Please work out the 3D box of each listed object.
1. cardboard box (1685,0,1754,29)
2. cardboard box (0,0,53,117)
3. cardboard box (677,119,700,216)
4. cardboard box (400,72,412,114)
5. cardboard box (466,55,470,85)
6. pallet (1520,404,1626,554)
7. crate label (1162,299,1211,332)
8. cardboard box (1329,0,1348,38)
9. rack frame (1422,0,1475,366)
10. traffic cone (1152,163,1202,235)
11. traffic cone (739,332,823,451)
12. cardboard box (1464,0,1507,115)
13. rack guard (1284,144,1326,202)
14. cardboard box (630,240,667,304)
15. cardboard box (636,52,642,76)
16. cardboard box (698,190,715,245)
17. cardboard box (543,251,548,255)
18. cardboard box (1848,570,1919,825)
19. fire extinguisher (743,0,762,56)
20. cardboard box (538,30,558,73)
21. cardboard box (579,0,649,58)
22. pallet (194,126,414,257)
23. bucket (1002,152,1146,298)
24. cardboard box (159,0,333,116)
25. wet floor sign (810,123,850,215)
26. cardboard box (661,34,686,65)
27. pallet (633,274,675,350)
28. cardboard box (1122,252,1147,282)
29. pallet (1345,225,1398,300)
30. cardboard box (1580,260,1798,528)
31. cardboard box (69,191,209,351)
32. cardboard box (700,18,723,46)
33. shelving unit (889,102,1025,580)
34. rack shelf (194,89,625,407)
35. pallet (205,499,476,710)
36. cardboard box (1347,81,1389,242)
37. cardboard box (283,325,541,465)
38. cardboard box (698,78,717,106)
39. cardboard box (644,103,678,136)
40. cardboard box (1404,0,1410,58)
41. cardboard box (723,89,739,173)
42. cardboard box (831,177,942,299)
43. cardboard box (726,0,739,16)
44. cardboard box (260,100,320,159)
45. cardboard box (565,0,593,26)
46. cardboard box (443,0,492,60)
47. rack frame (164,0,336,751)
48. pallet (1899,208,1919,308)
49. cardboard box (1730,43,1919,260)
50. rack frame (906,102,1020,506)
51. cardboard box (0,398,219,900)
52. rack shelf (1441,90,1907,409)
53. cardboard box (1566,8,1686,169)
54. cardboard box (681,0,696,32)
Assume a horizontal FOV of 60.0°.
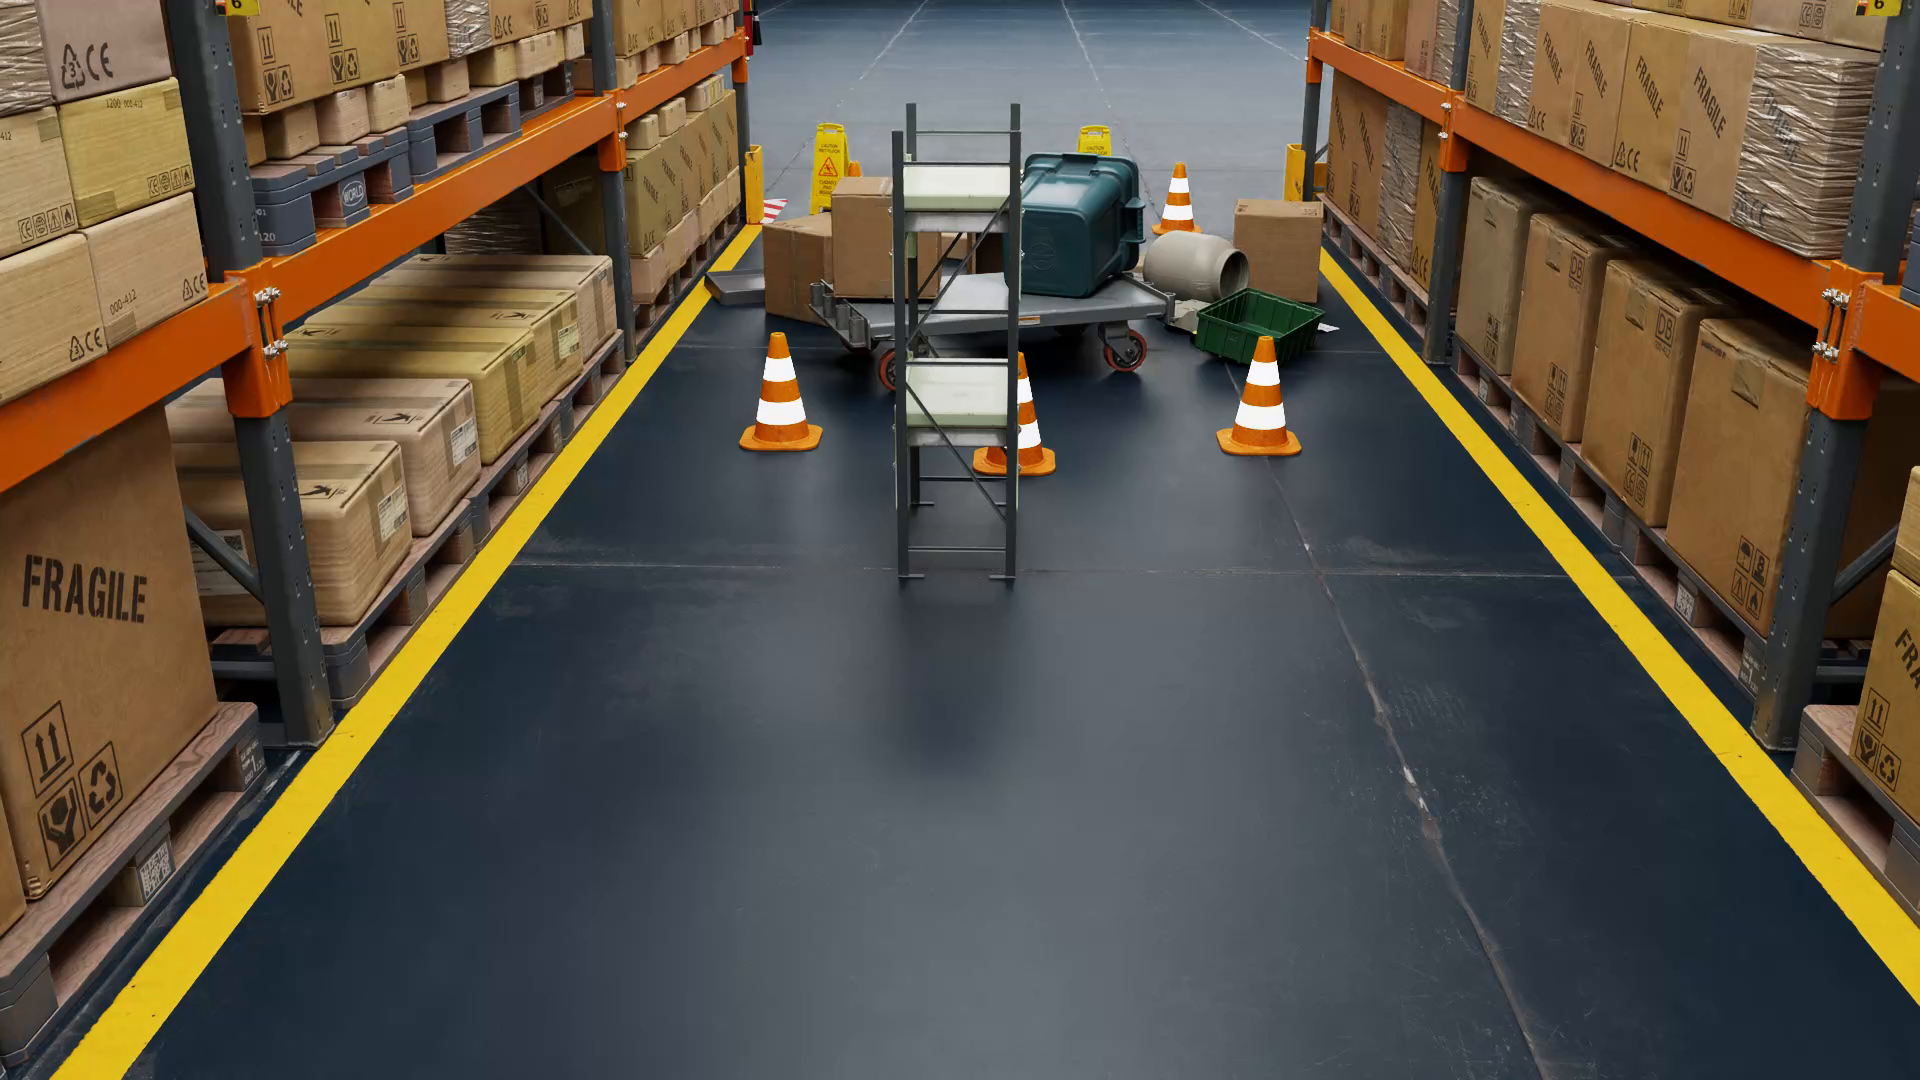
[{"bbox_3d":[2.751,-1.876,5.198,0.700,0.500,0.500,0,21,1],"label":"cardboard box"},{"bbox_3d":[-2.012,-0.988,2.909,0.500,0.500,0.500,1,21,3],"label":"cardboard box"},{"bbox_3d":[-1.819,-2.152,9.613,0.500,0.500,0.500,2,21,4],"label":"cardboard box"},{"bbox_3d":[-2.000,-1.433,5.341,0.380,0.149,0.250,2,21,5],"label":"cardboard box"},{"bbox_3d":[-2.025,-1.724,6.092,0.380,0.149,0.250,0,21,0],"label":"cardboard box"},{"bbox_3d":[2.839,-0.257,6.400,1.003,0.211,1.213,1,21,2],"label":"pallet"},{"bbox_3d":[1.240,-1.204,8.943,0.298,0.136,0.250,-16,26,-35],"label":"crate label"},{"bbox_3d":[2.977,-3.661,11.110,0.875,0.550,0.550,1,21,2],"label":"cardboard box"},{"bbox_3d":[2.822,-2.279,7.756,1.000,3.000,0.127,1,21,2],"label":"rack frame"},{"bbox_3d":[1.508,-2.366,11.488,0.336,0.463,0.334,1,21,2],"label":"traffic cone"},{"bbox_3d":[-0.768,-0.651,7.066,0.336,0.463,0.334,1,21,2],"label":"traffic cone"},{"bbox_3d":[2.537,-2.139,7.256,0.500,0.500,0.500,1,21,2],"label":"cardboard box"},{"bbox_3d":[2.944,-2.569,11.958,1.175,0.500,0.348,1,21,2],"label":"rack guard"},{"bbox_3d":[-1.841,-1.421,8.766,0.500,0.250,0.500,0,21,-1],"label":"cardboard box"},{"bbox_3d":[-1.866,-2.479,8.618,0.380,0.149,0.250,1,21,1],"label":"cardboard box"},{"bbox_3d":[-1.797,-1.986,10.220,0.500,0.250,0.500,0,21,0],"label":"cardboard box"},{"bbox_3d":[-2.380,-1.428,8.783,0.500,0.250,0.500,2,21,4],"label":"cardboard box"},{"bbox_3d":[2.424,0.390,3.753,0.500,0.500,0.500,0,21,-1],"label":"cardboard box"},{"bbox_3d":[-1.543,-3.744,11.638,0.296,0.674,0.183,1,21,2],"label":"fire extinguisher"},{"bbox_3d":[-1.867,-1.998,6.798,0.380,0.149,0.250,0,21,1],"label":"cardboard box"},{"bbox_3d":[-1.837,-2.638,8.133,0.500,0.500,0.500,1,21,1],"label":"cardboard box"},{"bbox_3d":[-2.336,-1.020,4.777,1.213,0.211,1.003,1,21,2],"label":"pallet"},{"bbox_3d":[0.521,-1.536,8.266,0.726,0.611,0.620,8,33,20],"label":"bucket"},{"bbox_3d":[-2.006,-1.392,4.340,0.500,0.500,0.500,0,21,0],"label":"cardboard box"},{"bbox_3d":[-0.932,-2.703,12.103,0.267,0.644,0.232,8,23,20],"label":"wet floor sign"},{"bbox_3d":[-1.751,-2.753,9.324,0.380,0.149,0.250,1,21,2],"label":"cardboard box"},{"bbox_3d":[-2.144,-1.240,8.934,1.003,0.211,1.213,1,21,2],"label":"pallet"},{"bbox_3d":[1.033,-1.646,9.905,0.396,0.266,0.258,4,22,11],"label":"cardboard box"},{"bbox_3d":[2.957,-1.696,10.107,1.003,0.211,1.213,1,21,2],"label":"pallet"},{"bbox_3d":[2.832,-0.515,5.740,1.050,0.750,0.750,1,21,2],"label":"cardboard box"},{"bbox_3d":[-2.007,-0.595,3.624,0.500,0.250,0.500,0,21,0],"label":"cardboard box"},{"bbox_3d":[-1.709,-3.210,10.503,0.380,0.149,0.250,1,21,3],"label":"cardboard box"},{"bbox_3d":[0.000,-0.702,5.764,0.431,1.500,0.755,1,21,2],"label":"shelving unit"},{"bbox_3d":[-2.190,-1.239,6.069,1.077,0.370,4.000,1,21,2],"label":"rack shelf"},{"bbox_3d":[-2.226,0.167,5.308,1.003,0.211,1.213,1,21,2],"label":"pallet"},{"bbox_3d":[2.964,-2.367,10.338,0.875,0.875,0.875,0,21,1],"label":"cardboard box"},{"bbox_3d":[-2.181,-0.567,6.395,0.950,0.372,0.625,1,21,3],"label":"cardboard box"},{"bbox_3d":[-1.726,-2.792,10.366,0.380,0.149,0.250,1,21,3],"label":"cardboard box"},{"bbox_3d":[-1.764,-2.304,9.107,0.380,0.149,0.250,1,21,4],"label":"cardboard box"},{"bbox_3d":[2.949,-2.876,9.086,0.875,0.550,0.550,1,21,2],"label":"cardboard box"},{"bbox_3d":[-1.771,-2.714,11.062,0.500,0.500,0.500,1,21,2],"label":"cardboard box"},{"bbox_3d":[-0.349,-1.476,8.095,0.500,0.500,0.500,1,21,2],"label":"cardboard box"},{"bbox_3d":[-1.749,-3.729,10.945,0.500,0.500,0.500,0,21,1],"label":"cardboard box"},{"bbox_3d":[-2.013,-1.147,4.605,0.380,0.149,0.250,-1,21,-2],"label":"cardboard box"},{"bbox_3d":[-1.914,-2.509,7.218,0.500,0.500,0.500,0,21,1],"label":"cardboard box"},{"bbox_3d":[-1.965,-1.953,5.787,0.500,0.500,0.500,0,21,0],"label":"cardboard box"},{"bbox_3d":[-2.251,-0.851,4.075,1.000,3.000,0.127,1,21,2],"label":"rack frame"},{"bbox_3d":[2.785,-0.485,3.397,1.213,0.211,1.003,1,21,2],"label":"pallet"},{"bbox_3d":[2.445,-1.045,4.438,0.500,0.500,0.500,1,21,2],"label":"cardboard box"},{"bbox_3d":[0.011,-0.834,6.105,0.400,1.500,0.023,1,21,2],"label":"rack frame"},{"bbox_3d":[-2.355,0.193,3.742,0.875,0.875,0.875,0,21,1],"label":"cardboard box"},{"bbox_3d":[2.761,-1.221,6.023,1.077,0.370,4.000,1,21,2],"label":"rack shelf"},{"bbox_3d":[2.489,-1.592,5.847,0.500,0.500,0.500,1,21,2],"label":"cardboard box"},{"bbox_3d":[-1.821,-3.185,9.540,0.500,0.500,0.500,1,21,2],"label":"cardboard box"}]
